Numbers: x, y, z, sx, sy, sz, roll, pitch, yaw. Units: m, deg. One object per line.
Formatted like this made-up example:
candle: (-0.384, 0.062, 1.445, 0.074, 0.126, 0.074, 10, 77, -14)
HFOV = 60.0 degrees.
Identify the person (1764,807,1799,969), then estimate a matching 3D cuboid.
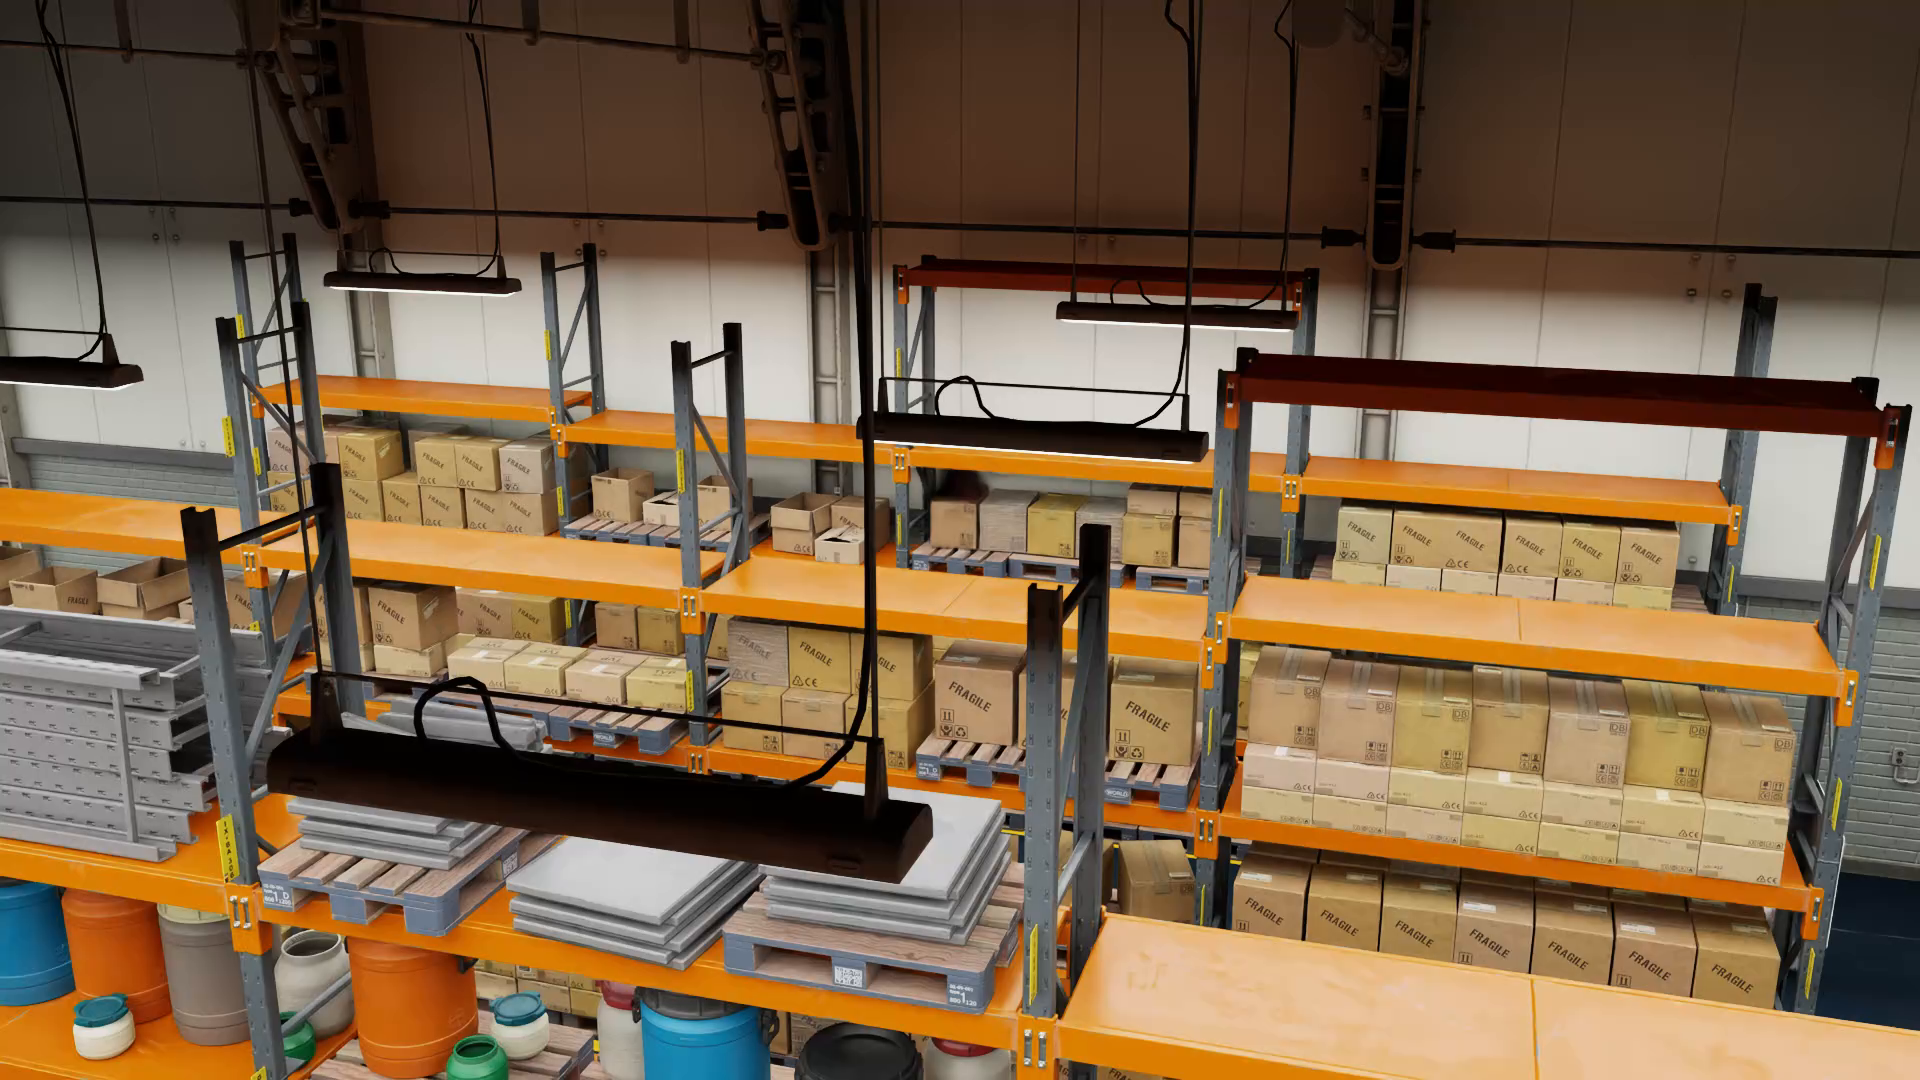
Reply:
person: (7.072, 3.139, 14.738, 1.083, 1.736, 0.663, -1, 16, -3)
